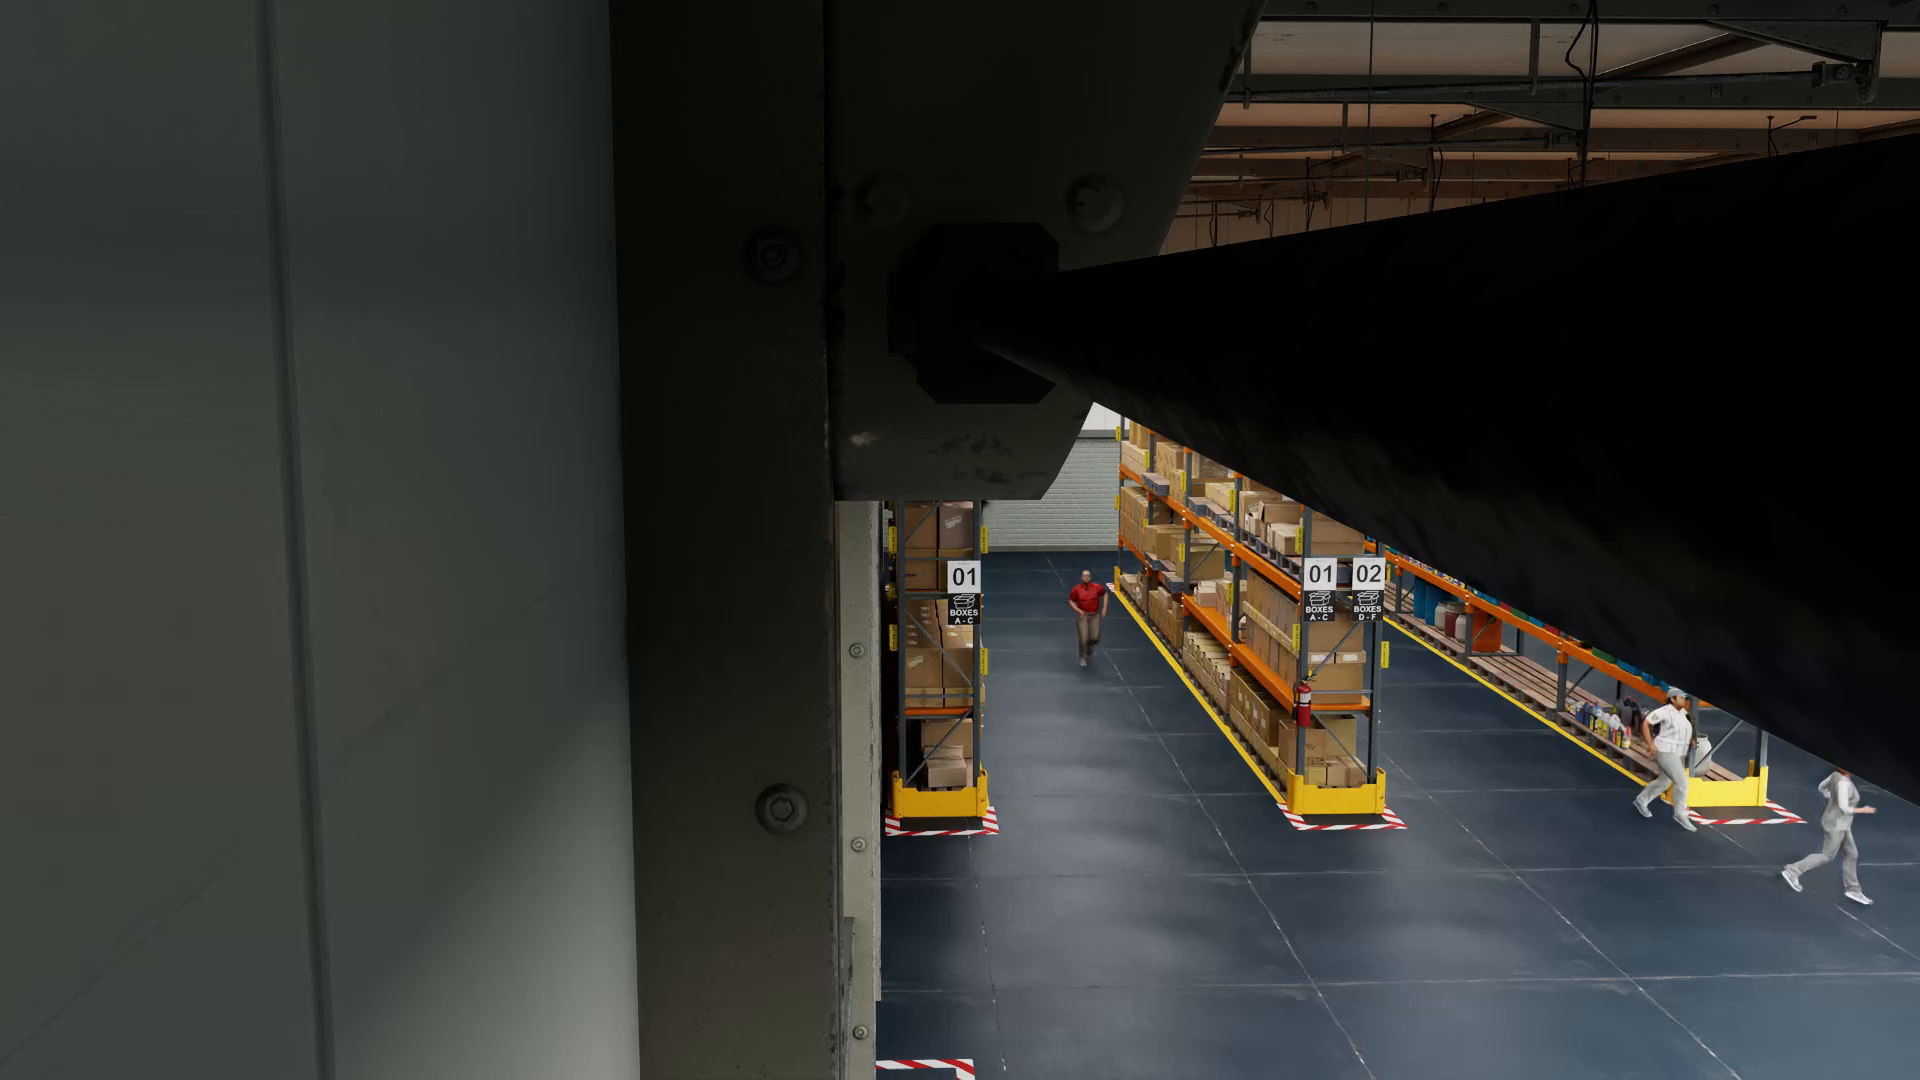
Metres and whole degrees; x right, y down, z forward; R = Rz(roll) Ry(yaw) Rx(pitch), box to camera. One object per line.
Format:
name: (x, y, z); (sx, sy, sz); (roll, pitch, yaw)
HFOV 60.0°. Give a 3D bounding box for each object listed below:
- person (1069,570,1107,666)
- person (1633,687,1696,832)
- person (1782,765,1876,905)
person: (2.232, 1.359, 28.886); (0.690, 1.690, 0.657); (0, 8, -1)
person: (8.677, 2.617, 20.228); (0.588, 1.663, 0.826); (-7, 11, -38)
person: (9.201, 3.030, 17.560); (0.886, 1.606, 0.551); (4, 9, 24)
